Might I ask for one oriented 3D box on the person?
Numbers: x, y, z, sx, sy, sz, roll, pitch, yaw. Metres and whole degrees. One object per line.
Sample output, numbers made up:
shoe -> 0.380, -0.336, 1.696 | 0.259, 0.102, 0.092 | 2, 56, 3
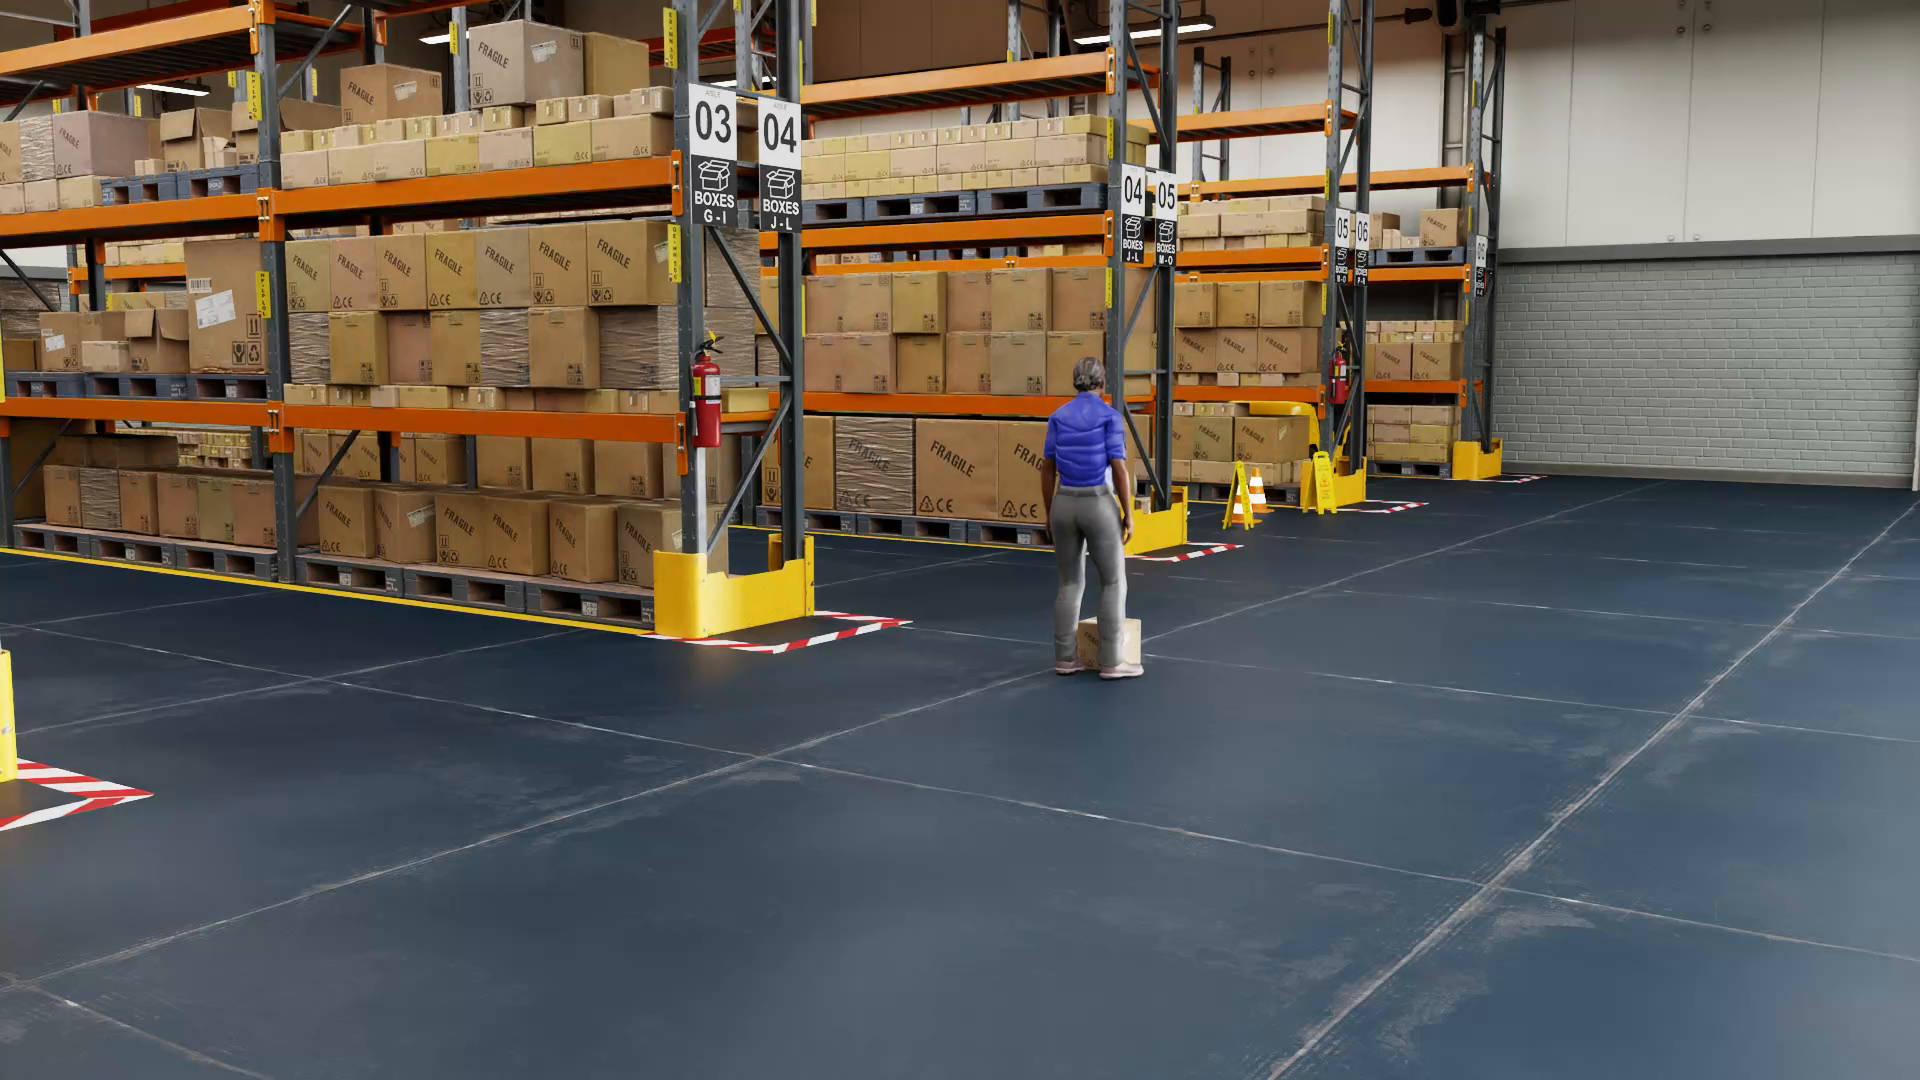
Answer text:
person -> 0.673, -0.120, 8.602 | 0.527, 1.653, 0.355 | 4, 7, 30
